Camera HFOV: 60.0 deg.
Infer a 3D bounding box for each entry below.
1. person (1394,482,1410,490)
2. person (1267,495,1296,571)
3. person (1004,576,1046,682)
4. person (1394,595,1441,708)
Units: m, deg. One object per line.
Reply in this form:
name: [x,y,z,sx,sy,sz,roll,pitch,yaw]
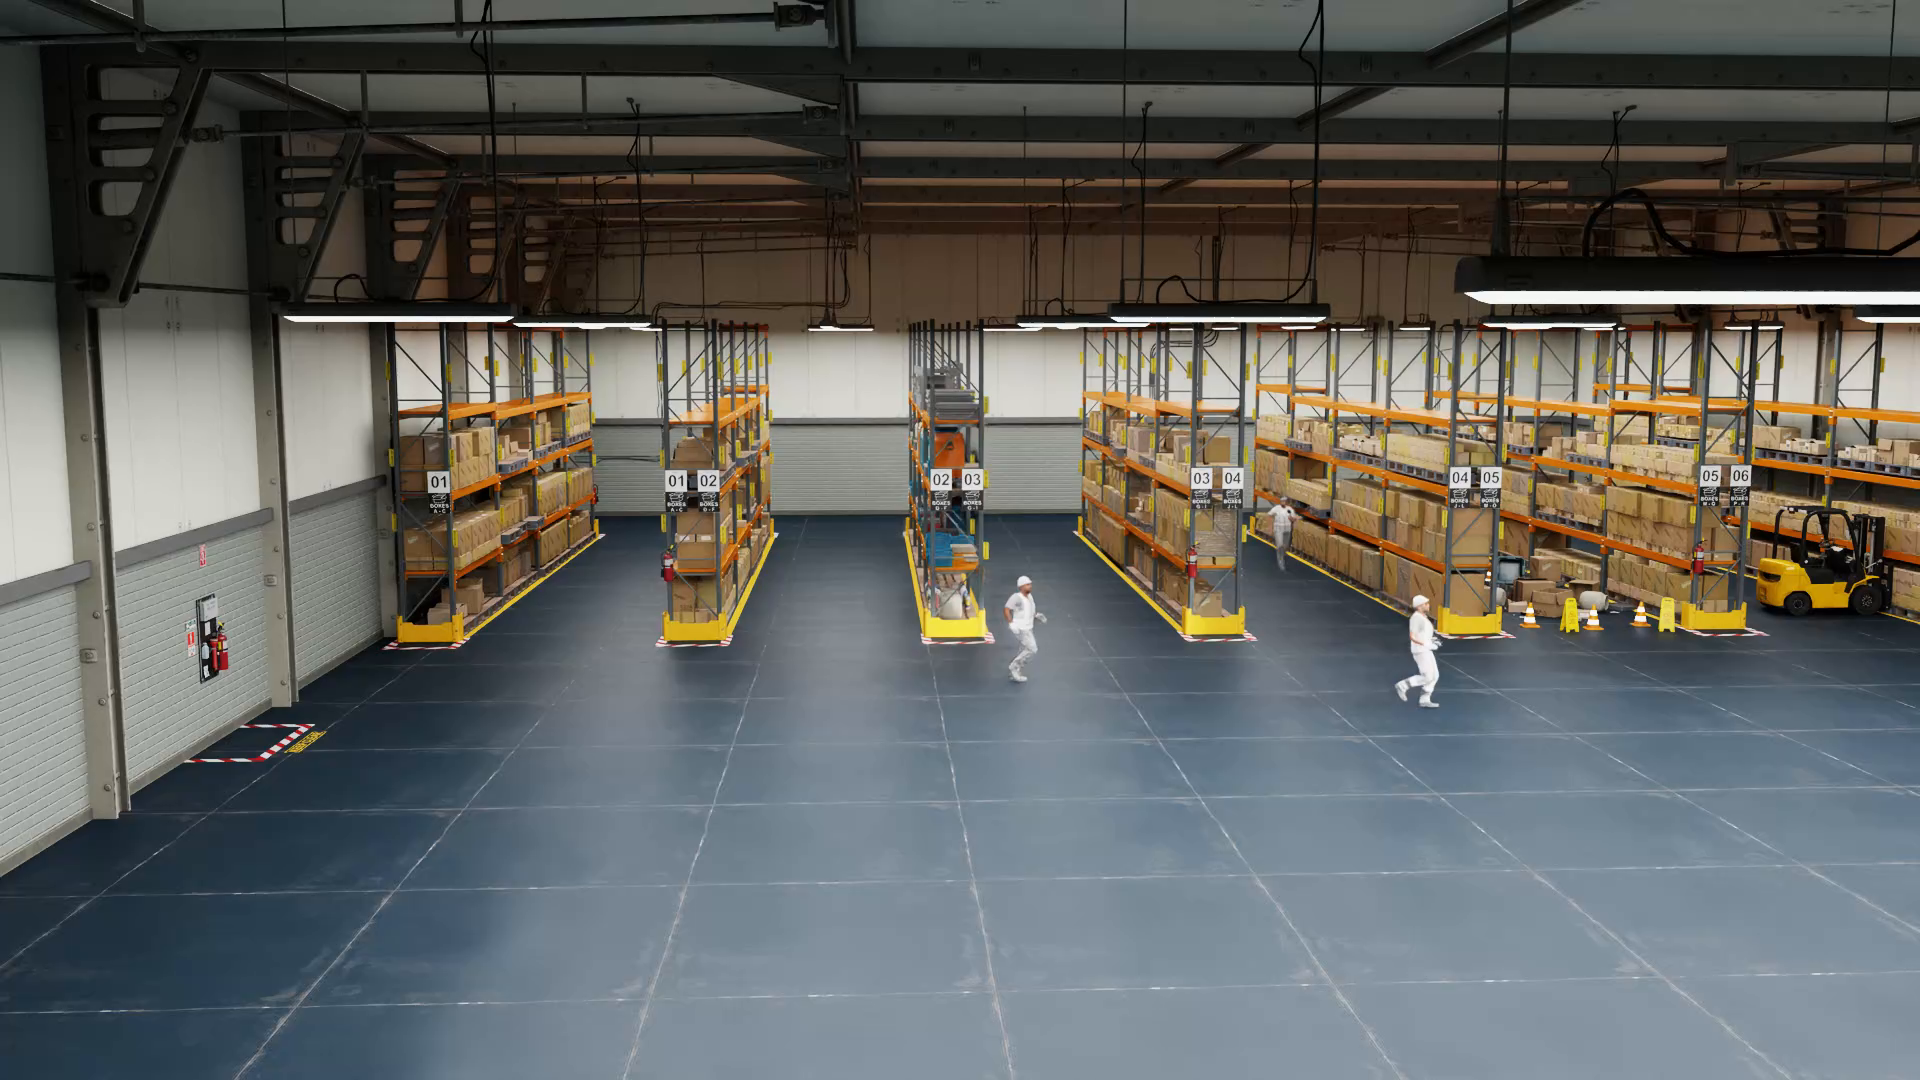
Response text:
person: [13.101,-1.207,49.530,0.686,1.695,0.582,0,7,1]
person: [7.922,-0.204,40.837,0.651,1.808,0.906,-1,7,-8]
person: [1.099,1.465,27.433,0.599,1.744,0.686,3,8,21]
person: [7.055,1.711,25.562,0.667,1.739,0.644,3,8,25]
